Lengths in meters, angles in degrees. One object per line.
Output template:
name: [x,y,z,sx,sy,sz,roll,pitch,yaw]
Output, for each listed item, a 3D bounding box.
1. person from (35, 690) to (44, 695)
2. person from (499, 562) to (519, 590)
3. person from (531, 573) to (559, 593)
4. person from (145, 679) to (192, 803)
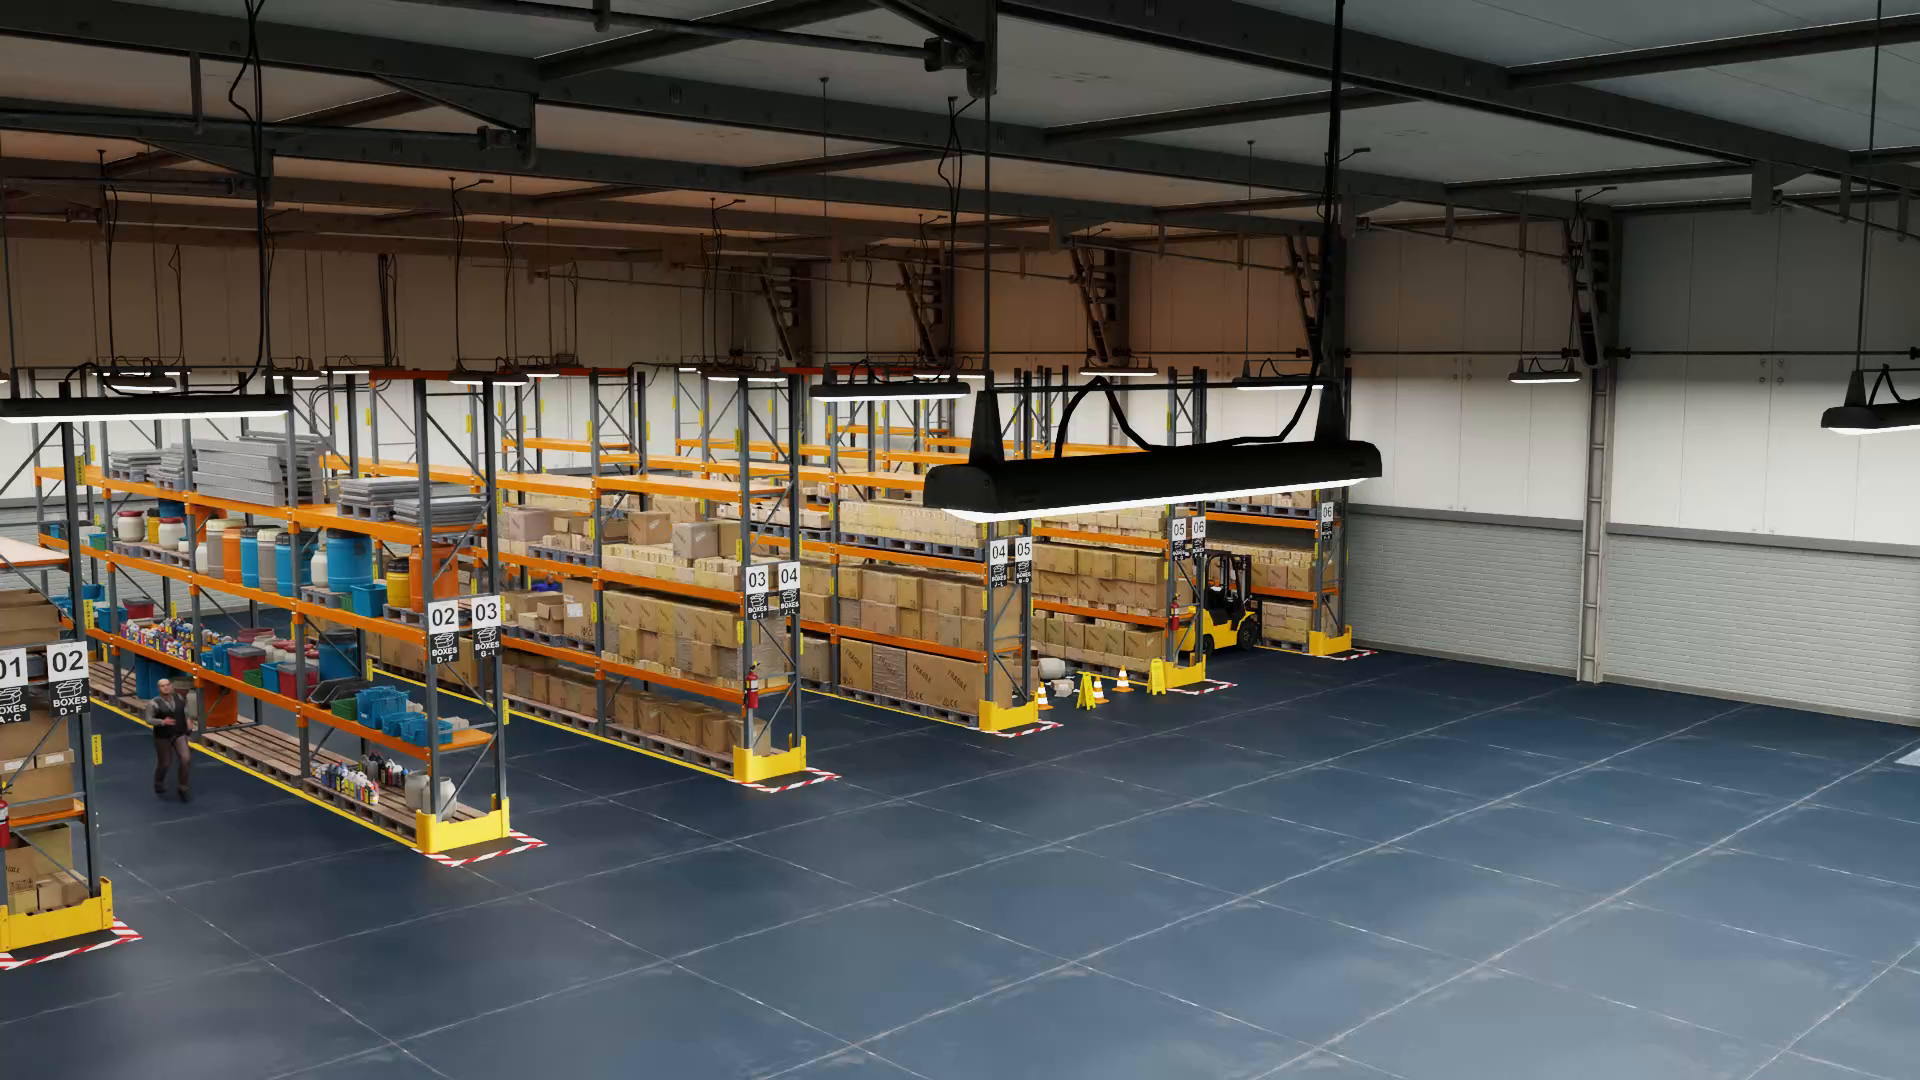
person: [-14.944,2.453,26.552,0.962,1.822,0.672,5,8,35]
person: [-11.112,0.845,40.783,0.958,1.724,0.705,0,6,-4]
person: [-8.909,1.498,35.773,0.848,1.562,0.564,5,8,37]
person: [-11.205,2.836,23.610,0.661,1.757,0.822,-6,9,-43]
